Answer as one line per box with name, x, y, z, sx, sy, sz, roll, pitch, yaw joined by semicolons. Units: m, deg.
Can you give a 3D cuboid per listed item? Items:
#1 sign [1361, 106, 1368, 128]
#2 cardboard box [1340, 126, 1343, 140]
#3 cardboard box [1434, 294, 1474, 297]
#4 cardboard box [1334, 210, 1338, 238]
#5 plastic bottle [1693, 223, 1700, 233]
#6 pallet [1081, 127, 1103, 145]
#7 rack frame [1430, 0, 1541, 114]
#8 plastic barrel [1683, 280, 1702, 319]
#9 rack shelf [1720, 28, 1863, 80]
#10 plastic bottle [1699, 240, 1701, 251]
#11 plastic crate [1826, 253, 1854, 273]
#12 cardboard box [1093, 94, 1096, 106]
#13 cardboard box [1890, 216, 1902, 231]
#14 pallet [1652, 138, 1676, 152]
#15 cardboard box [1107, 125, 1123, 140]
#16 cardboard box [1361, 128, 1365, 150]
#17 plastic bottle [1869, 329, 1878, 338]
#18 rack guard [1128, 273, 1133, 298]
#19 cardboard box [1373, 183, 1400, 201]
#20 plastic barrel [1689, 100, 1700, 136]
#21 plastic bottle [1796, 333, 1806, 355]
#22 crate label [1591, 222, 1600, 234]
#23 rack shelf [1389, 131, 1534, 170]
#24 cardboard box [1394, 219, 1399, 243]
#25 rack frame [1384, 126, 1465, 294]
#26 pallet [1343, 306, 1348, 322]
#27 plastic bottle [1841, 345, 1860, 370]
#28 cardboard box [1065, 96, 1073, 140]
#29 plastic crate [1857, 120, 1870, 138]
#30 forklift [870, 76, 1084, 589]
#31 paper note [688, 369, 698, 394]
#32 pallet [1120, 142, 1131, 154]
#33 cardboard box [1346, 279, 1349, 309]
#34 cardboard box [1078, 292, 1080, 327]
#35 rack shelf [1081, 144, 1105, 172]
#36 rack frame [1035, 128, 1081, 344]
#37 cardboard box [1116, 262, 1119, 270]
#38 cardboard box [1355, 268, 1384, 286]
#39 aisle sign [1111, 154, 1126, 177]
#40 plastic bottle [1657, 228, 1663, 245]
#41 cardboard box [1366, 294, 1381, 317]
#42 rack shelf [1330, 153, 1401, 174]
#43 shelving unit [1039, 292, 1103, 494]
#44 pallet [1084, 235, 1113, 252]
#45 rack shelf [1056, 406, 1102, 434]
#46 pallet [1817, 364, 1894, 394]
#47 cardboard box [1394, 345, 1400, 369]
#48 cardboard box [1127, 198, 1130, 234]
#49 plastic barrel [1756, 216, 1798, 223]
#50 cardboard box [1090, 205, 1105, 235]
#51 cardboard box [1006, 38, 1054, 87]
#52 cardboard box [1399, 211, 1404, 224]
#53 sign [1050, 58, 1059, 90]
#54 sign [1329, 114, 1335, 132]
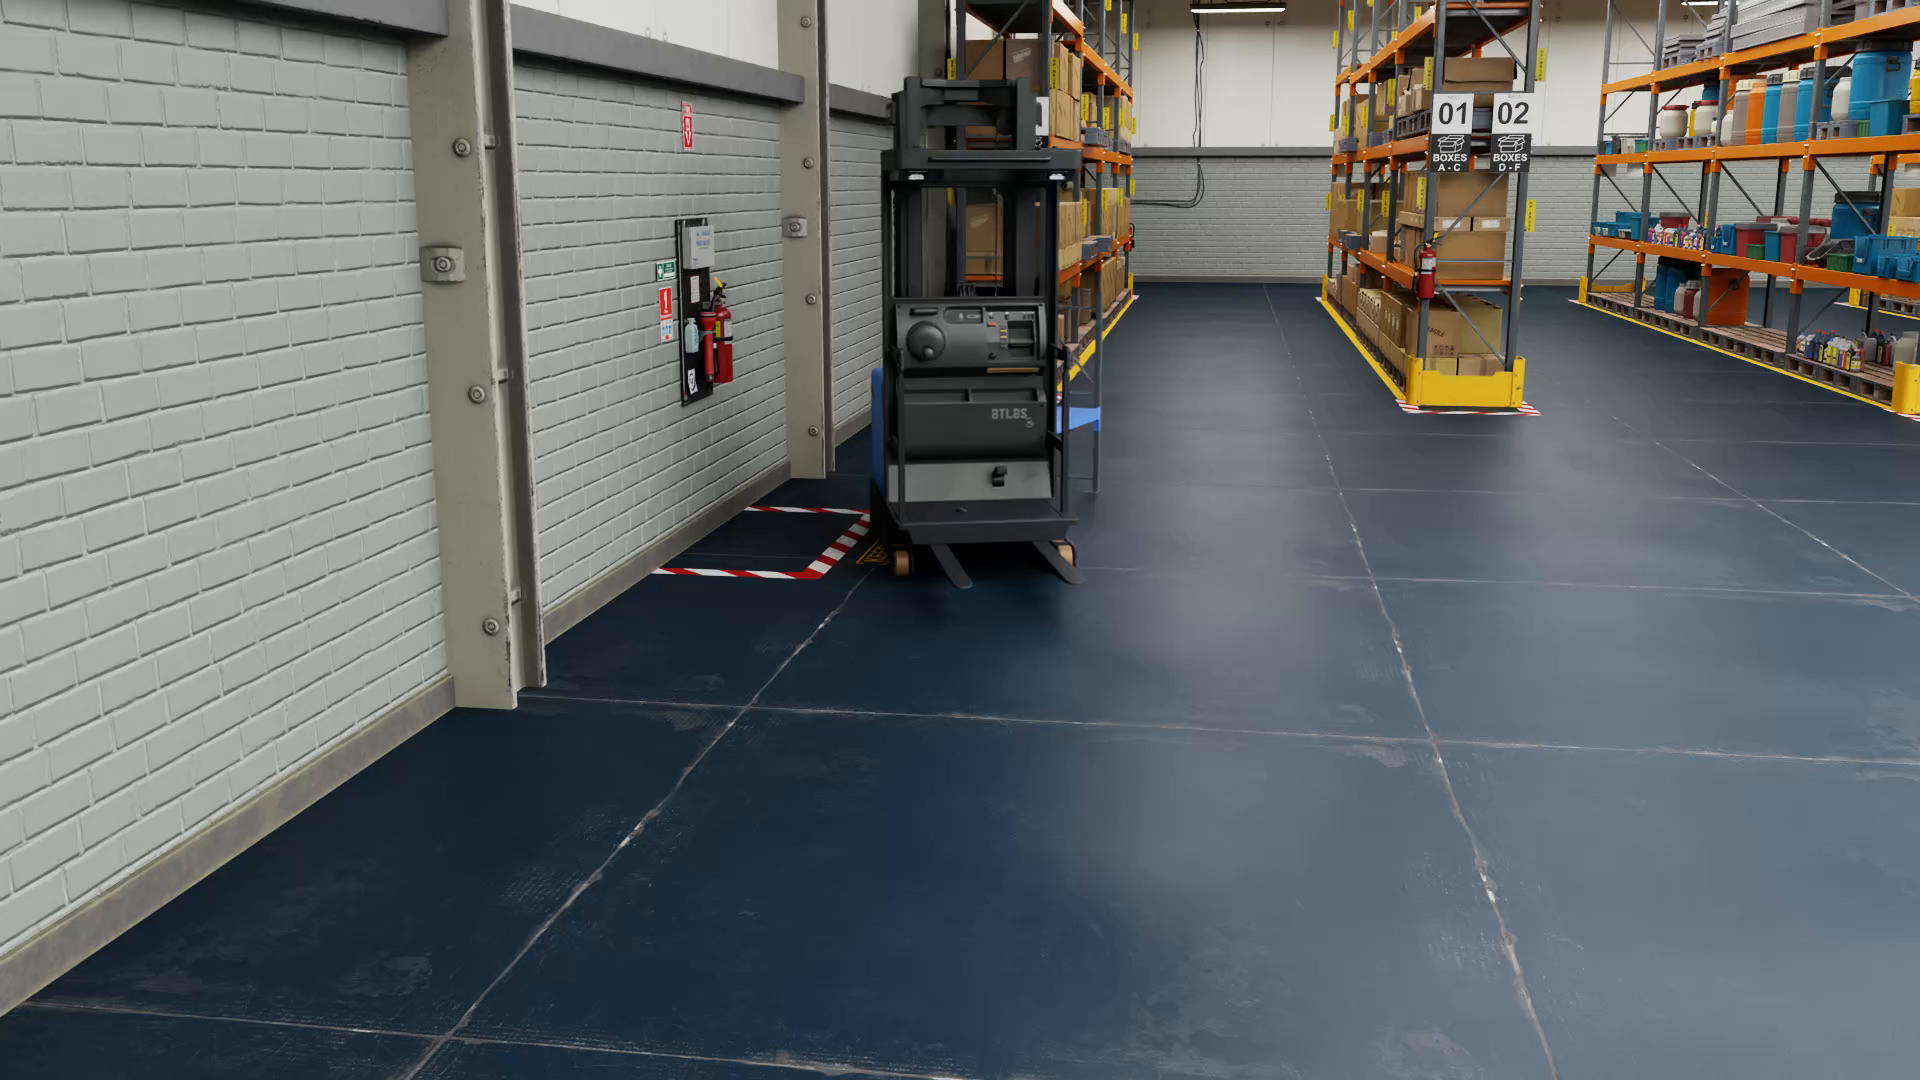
sign;6.052;-6.319;24.848;0.100;0.325;0.005;2;12;9
cardboard box;7.169;-7.370;30.121;0.500;0.250;0.500;2;12;9
cardboard box;6.029;-2.770;20.476;0.500;0.500;0.500;2;12;9
cardboard box;7.257;-5.897;30.997;0.500;0.500;0.500;2;12;9
plastic bottle;12.137;-5.032;27.340;0.144;0.351;0.185;2;12;9
pallet;1.278;-5.409;22.296;1.213;0.211;1.003;2;12;9
rack frame;5.358;-5.849;16.776;1.000;3.000;0.127;2;12;9
plastic barrel;11.714;-3.785;26.162;0.600;0.588;0.708;2;12;9
rack shelf;11.174;-6.390;21.941;1.077;0.370;4.000;2;12;9
plastic bottle;11.159;-4.445;24.971;0.097;0.201;0.097;0;12;0
plastic crate;10.379;-3.211;19.276;0.450;0.188;0.662;2;12;9
cardboard box;2.043;-7.492;28.458;0.500;0.250;0.500;3;12;13
cardboard box;17.112;-5.694;29.943;0.500;0.250;0.500;1;12;7
pallet;12.073;-6.461;27.182;1.213;0.211;1.003;2;12;9
cardboard box;2.675;-7.357;30.013;0.500;0.250;0.500;2;12;8
cardboard box;6.700;-6.295;25.727;0.910;0.500;0.500;2;12;9
plastic bottle;11.053;-2.365;20.090;0.144;0.351;0.185;2;12;7
rack guard;2.927;-5.190;33.890;1.175;0.500;0.348;2;12;9
cardboard box;7.554;-6.041;29.296;0.500;0.500;0.500;2;12;10
plastic barrel;12.157;-6.821;26.958;0.600;0.588;0.600;0;12;0
plastic bottle;10.385;-2.417;20.522;0.097;0.271;0.097;0;12;0
crate label;12.349;-5.993;31.936;0.416;0.233;0.303;2;12;9
rack shelf;5.665;-4.448;19.099;1.077;0.370;4.000;2;12;9
cardboard box;6.265;-4.172;22.993;0.500;0.500;0.500;2;12;9
rack frame;5.973;-3.749;21.271;1.000;3.000;0.127;2;12;9
pallet;7.116;-3.881;28.501;1.003;0.211;1.213;2;12;9
plastic bottle;10.167;-2.087;18.979;0.152;0.276;0.135;2;12;9
cardboard box;1.106;-5.100;20.131;0.500;0.500;0.500;1;12;6
plastic crate;10.355;-4.631;18.746;0.336;0.188;0.450;2;12;9
forklift;0.101;-1.289;10.018;1.130;2.935;3.031;-2;12;-8
paper note;-1.721;-1.023;10.710;0.016;0.148;0.142;2;12;9
pallet;2.820;-7.675;32.579;1.003;0.211;1.213;2;12;9
cardboard box;6.733;-4.100;27.787;0.500;0.500;0.500;2;12;9
cardboard box;1.391;-3.376;24.425;0.700;0.500;0.500;2;12;8
rack shelf;1.385;-5.440;23.704;1.077;0.370;4.000;2;12;9
rack frame;1.078;-3.909;22.012;1.000;3.000;0.127;2;12;9
cardboard box;2.757;-5.093;30.901;0.380;0.149;0.250;2;12;11
cardboard box;6.505;-4.156;26.267;0.500;0.250;0.500;2;12;11
aisle sign;3.231;-7.683;33.354;0.394;0.787;0.004;2;12;9
plastic bottle;11.548;-5.007;27.413;0.097;0.271;0.097;0;12;0
cardboard box;5.986;-3.295;23.362;0.500;0.311;0.500;2;12;8
rack shelf;7.511;-6.946;30.690;1.077;0.370;4.000;2;12;9
shelving unit;0.613;-1.014;12.139;0.538;1.500;1.048;6;13;25
pallet;1.689;-4.496;25.192;1.213;0.211;1.003;2;12;9
rack shelf;0.613;-0.838;12.177;0.538;0.185;1.000;6;13;25
pallet;10.537;-1.832;18.992;1.003;0.211;1.213;2;12;9
cardboard box;5.289;-2.108;19.183;0.500;0.250;0.500;2;12;9
cardboard box;2.855;-6.447;33.078;0.980;0.700;0.700;2;12;11
plastic barrel;11.710;-4.381;23.879;0.600;0.536;0.708;2;12;9
cardboard box;2.020;-5.039;26.263;0.500;0.500;0.500;2;12;10
cardboard box;0.762;-5.163;18.050;0.500;0.500;0.500;1;12;5
cardboard box;5.740;-4.066;20.962;0.380;0.149;0.250;2;12;9
sign;0.999;-4.953;17.659;0.100;0.325;0.005;2;12;9
sign;7.282;-8.159;32.536;0.100;0.325;0.005;2;12;9
